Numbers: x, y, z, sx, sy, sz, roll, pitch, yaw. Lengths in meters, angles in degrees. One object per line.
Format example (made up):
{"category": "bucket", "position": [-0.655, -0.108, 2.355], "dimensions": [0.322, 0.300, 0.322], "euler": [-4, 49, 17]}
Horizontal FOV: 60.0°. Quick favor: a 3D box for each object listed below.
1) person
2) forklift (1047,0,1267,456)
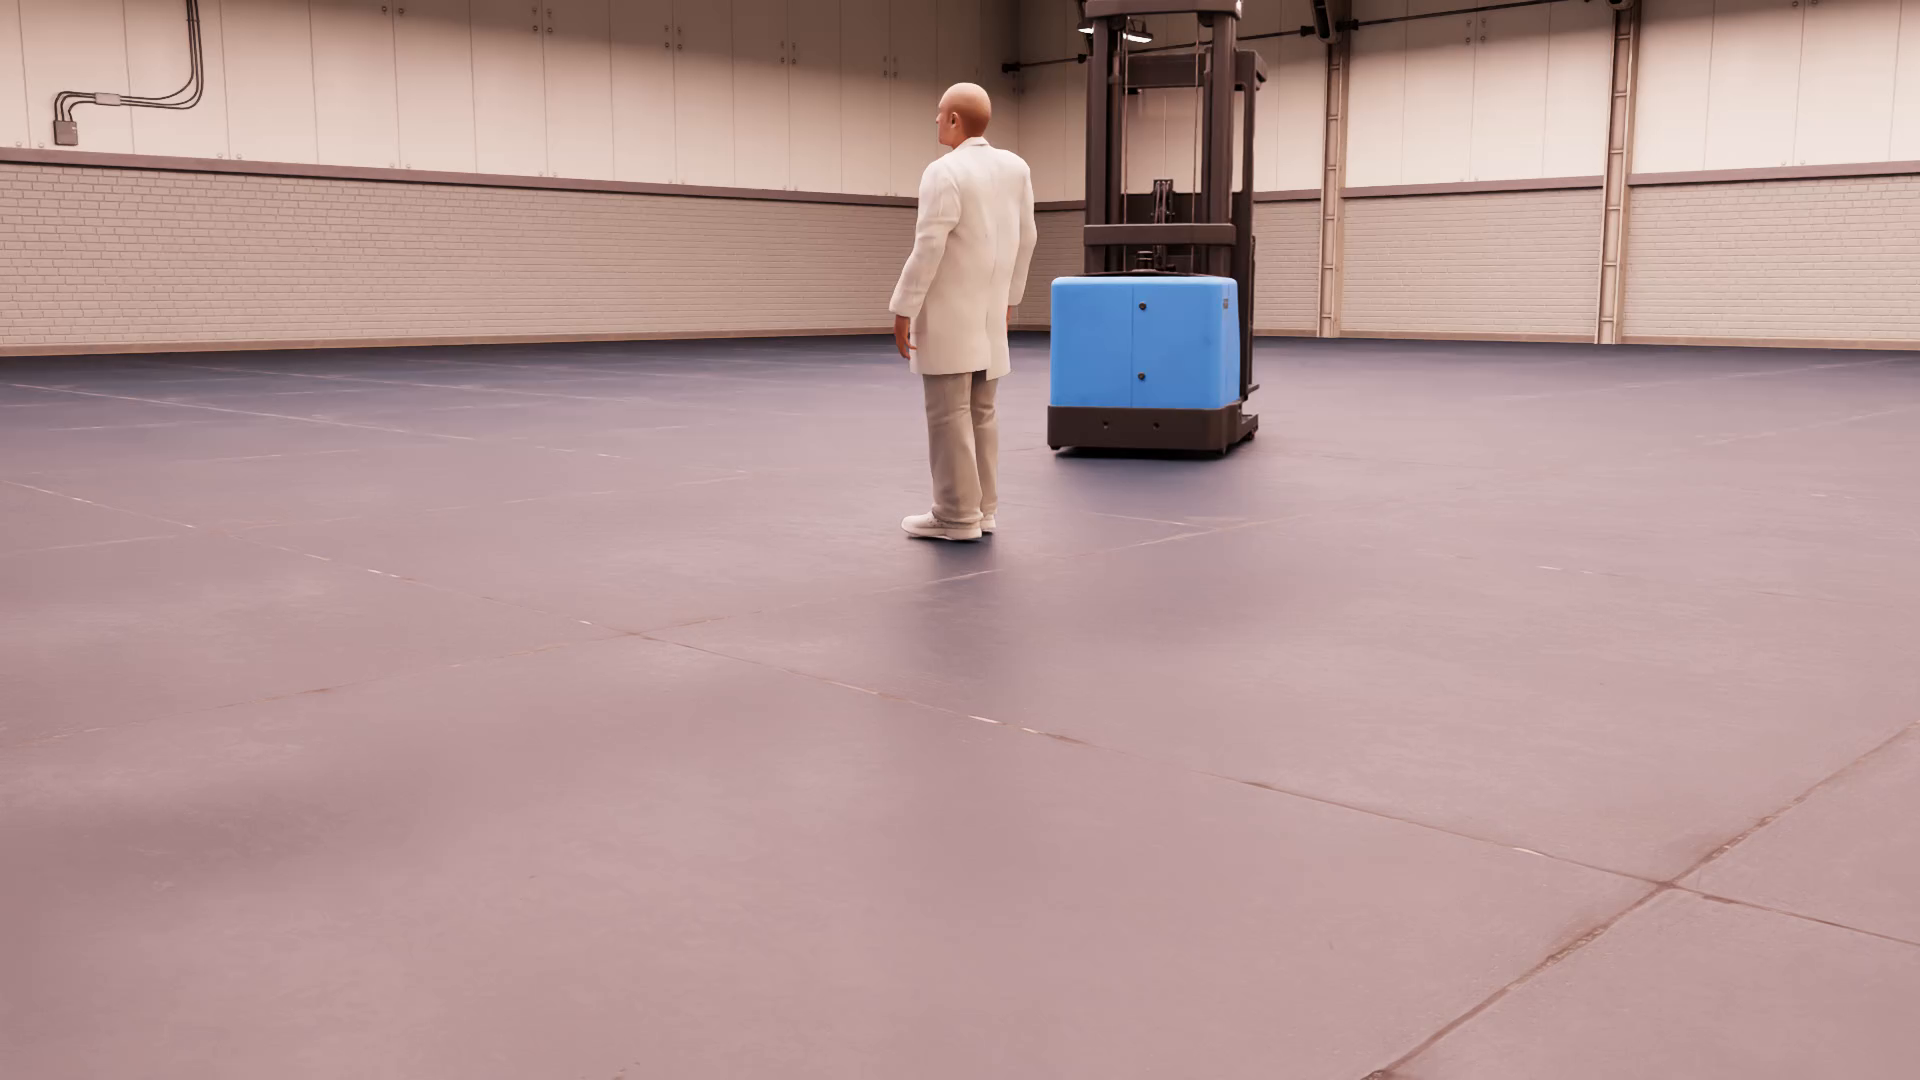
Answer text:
{"category": "person", "position": [-0.062, -0.896, 6.649], "dimensions": [0.581, 1.775, 0.696], "euler": [8, 12, 43]}
{"category": "forklift", "position": [1.425, -2.137, 11.066], "dimensions": [1.130, 2.935, 3.031], "euler": [2, 9, 16]}
